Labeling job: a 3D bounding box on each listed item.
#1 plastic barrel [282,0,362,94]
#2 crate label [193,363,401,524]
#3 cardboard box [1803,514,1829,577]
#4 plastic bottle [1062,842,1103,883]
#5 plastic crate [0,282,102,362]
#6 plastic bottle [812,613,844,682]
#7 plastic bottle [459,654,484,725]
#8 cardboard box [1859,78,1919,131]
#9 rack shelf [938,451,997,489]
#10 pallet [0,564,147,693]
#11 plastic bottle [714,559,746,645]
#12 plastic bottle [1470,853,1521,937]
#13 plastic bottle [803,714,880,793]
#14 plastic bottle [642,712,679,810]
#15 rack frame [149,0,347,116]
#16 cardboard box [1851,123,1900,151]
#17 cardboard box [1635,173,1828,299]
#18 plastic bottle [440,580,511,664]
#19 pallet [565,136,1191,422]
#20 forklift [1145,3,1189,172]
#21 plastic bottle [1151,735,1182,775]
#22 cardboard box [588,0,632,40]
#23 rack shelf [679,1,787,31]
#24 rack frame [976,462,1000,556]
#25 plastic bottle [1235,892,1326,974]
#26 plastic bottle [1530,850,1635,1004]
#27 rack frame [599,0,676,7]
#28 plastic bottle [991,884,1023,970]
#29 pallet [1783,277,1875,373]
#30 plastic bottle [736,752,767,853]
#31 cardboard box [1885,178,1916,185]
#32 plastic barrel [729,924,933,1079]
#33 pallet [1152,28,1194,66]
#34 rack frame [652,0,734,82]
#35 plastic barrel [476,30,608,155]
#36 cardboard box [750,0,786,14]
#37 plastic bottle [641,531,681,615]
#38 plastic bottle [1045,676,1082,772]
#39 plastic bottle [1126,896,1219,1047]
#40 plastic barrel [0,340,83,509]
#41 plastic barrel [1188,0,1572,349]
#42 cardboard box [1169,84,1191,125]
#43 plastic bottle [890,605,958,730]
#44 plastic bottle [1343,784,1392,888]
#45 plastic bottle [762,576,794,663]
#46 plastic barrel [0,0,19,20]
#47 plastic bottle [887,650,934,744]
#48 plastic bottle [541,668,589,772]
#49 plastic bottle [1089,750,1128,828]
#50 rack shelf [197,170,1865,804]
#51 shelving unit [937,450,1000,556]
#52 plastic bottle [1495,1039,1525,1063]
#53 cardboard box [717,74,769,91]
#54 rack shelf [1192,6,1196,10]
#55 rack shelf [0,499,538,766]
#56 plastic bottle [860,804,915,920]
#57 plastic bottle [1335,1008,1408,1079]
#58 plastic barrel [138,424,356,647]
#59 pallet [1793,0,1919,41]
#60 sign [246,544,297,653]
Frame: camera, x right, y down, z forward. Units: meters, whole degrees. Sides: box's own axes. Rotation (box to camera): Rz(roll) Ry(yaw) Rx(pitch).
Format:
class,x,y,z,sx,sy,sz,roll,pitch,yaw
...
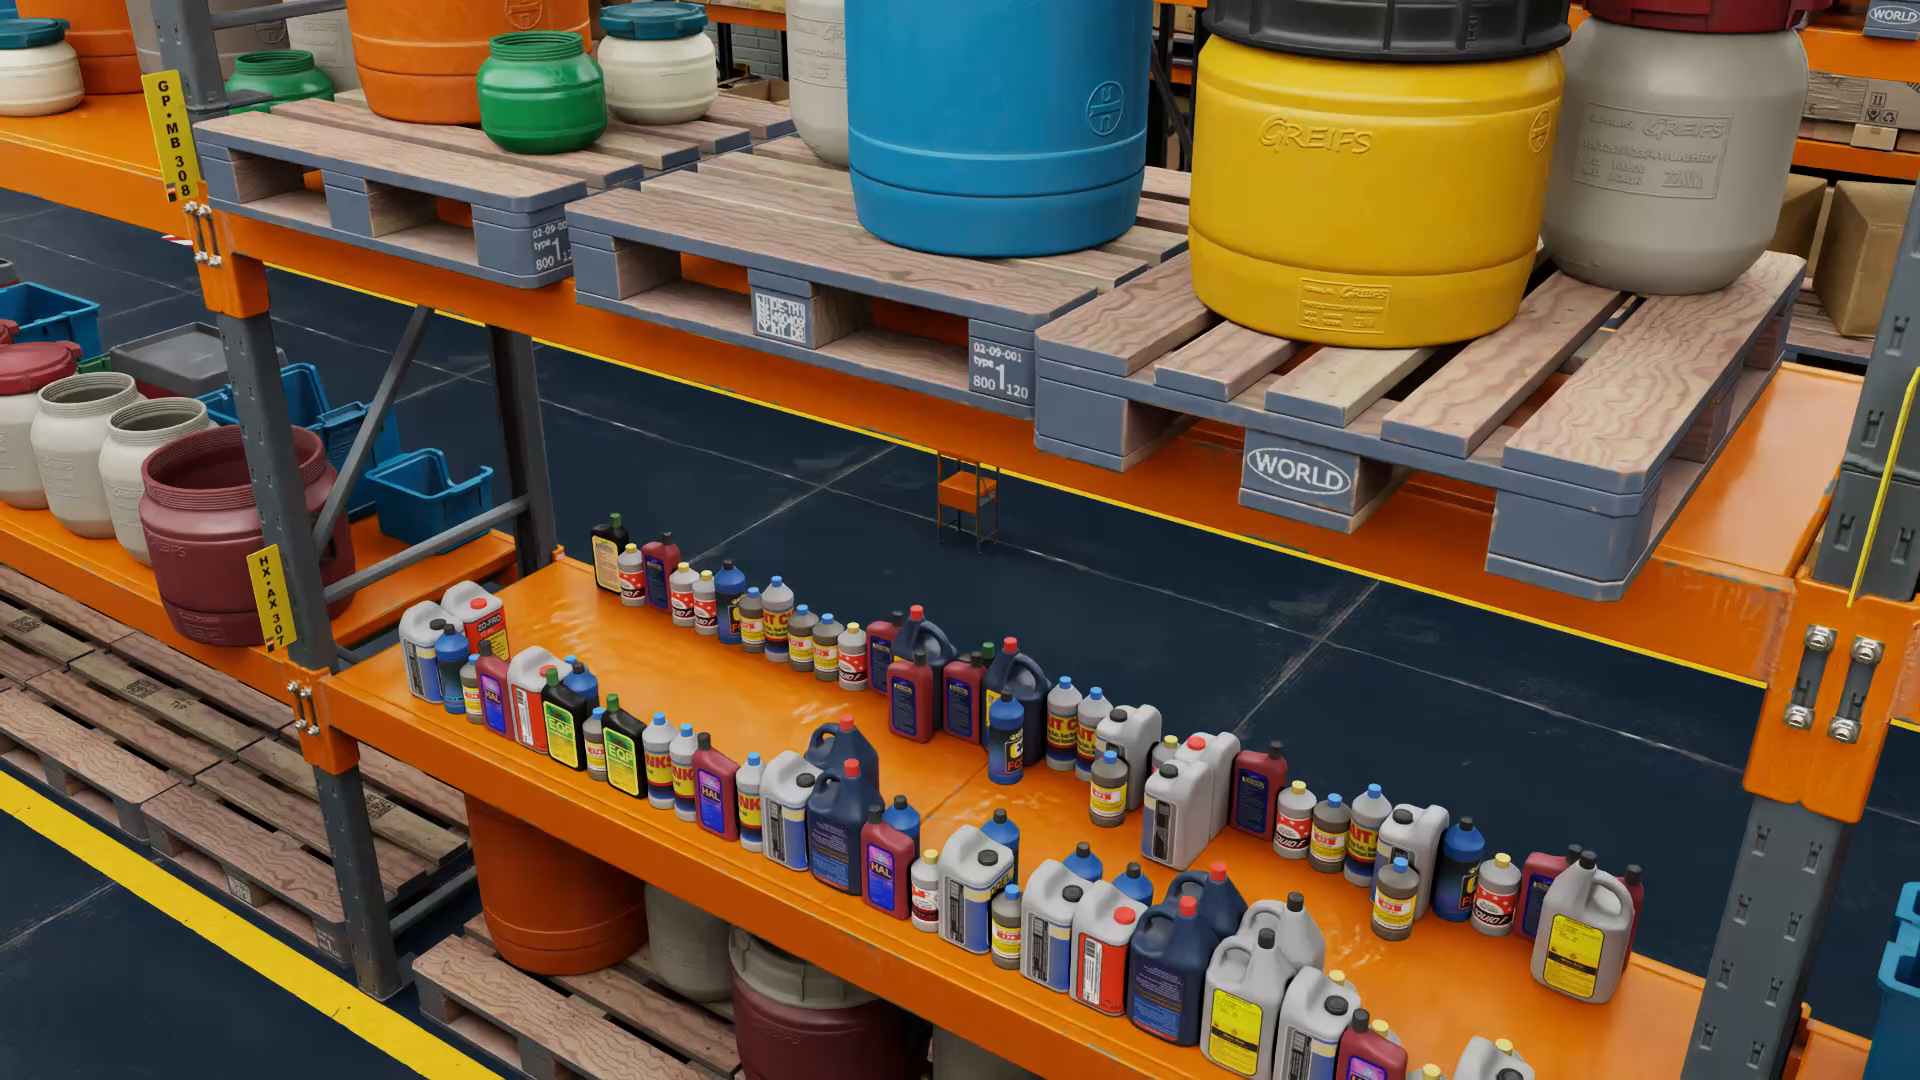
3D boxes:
class,x,y,z,sx,sy,sz,roll,pitch,yaw
plastic barrel,-1.811,-1.541,5.040,0.421,0.512,0.421,0,27,0
crate label,-2.395,-0.332,6.056,0.616,0.435,0.502,17,32,30
cardboard box,3.807,0.115,7.488,0.500,0.500,0.500,17,32,30
plastic bottle,0.288,0.835,3.944,0.097,0.271,0.097,0,27,0
plastic crate,-3.941,-0.813,7.058,0.575,0.384,0.392,17,32,30
plastic bottle,-0.397,0.319,5.036,0.097,0.201,0.097,0,27,0
plastic bottle,-1.395,0.426,4.826,0.097,0.201,0.097,0,27,0
cardboard box,6.228,-2.974,10.827,0.500,0.500,0.500,18,32,31
rack shelf,0.044,-0.445,8.490,0.240,0.259,0.215,17,32,30
pallet,-4.357,0.443,7.647,1.213,0.211,1.003,17,32,30
plastic bottle,-0.718,0.187,5.216,0.097,0.271,0.097,0,27,0
plastic bottle,1.292,0.845,4.001,0.097,0.201,0.097,0,27,0
plastic bottle,-0.307,0.601,4.316,0.185,0.351,0.144,17,32,30
plastic bottle,-0.794,0.582,4.442,0.097,0.271,0.097,0,27,0
rack frame,-1.729,-2.634,4.004,0.127,3.000,1.000,17,32,30
cardboard box,6.078,-2.700,11.003,0.250,0.149,0.380,17,32,30
cardboard box,3.509,-1.374,7.569,0.500,0.500,0.700,23,35,38
plastic bottle,-1.469,0.270,5.048,0.135,0.276,0.152,17,32,30
pallet,-0.070,-0.640,3.602,1.213,0.211,1.003,17,32,30
forklift,1.017,-3.068,11.546,1.130,2.935,3.031,13,30,24
plastic bottle,0.559,0.617,4.450,0.097,0.201,0.097,0,27,0
cardboard box,-2.588,-3.572,10.922,0.500,0.500,0.700,17,32,31
rack shelf,-1.066,-4.884,15.833,4.000,0.370,1.077,17,32,30
rack frame,0.145,-0.423,8.423,0.008,1.050,0.200,17,32,30
plastic bottle,0.707,0.922,3.686,0.185,0.351,0.144,17,32,30
plastic bottle,1.428,0.867,3.793,0.185,0.351,0.144,17,32,30
rack frame,-2.219,-2.838,11.020,0.127,3.000,1.000,17,32,30
plastic bottle,0.122,0.898,3.897,0.097,0.201,0.097,0,27,0
pallet,3.779,-0.944,7.510,1.213,0.211,1.003,17,32,30
plastic bottle,-0.523,0.666,4.276,0.097,0.271,0.097,0,27,0
cardboard box,6.568,-1.984,11.249,0.750,0.750,0.750,18,32,31
plastic barrel,-0.385,1.337,5.012,0.708,0.588,0.600,17,32,30
pallet,2.225,-4.071,13.654,1.213,0.211,1.003,17,32,30
rack frame,-2.714,-5.718,16.679,0.127,3.000,1.000,17,32,30
plastic barrel,-0.986,-1.057,3.920,0.294,0.245,0.294,0,27,0
cardboard box,-1.639,-5.155,15.716,0.500,0.250,0.500,17,31,30
plastic bottle,-0.964,0.096,5.384,0.133,0.283,0.061,17,32,30
plastic bottle,0.288,0.501,4.600,0.097,0.271,0.097,0,27,0
plastic bottle,0.473,0.928,3.674,0.185,0.351,0.144,17,32,30
plastic barrel,-3.400,-0.421,6.119,0.433,0.535,0.433,0,27,0
plastic barrel,0.701,-0.699,2.839,0.600,0.588,0.600,0,27,0
cardboard box,1.995,-3.680,14.119,0.500,0.250,0.500,16,31,29
plastic bottle,-0.104,0.356,4.797,0.185,0.351,0.144,17,32,30
plastic bottle,1.021,0.729,4.152,0.097,0.271,0.097,0,27,0
plastic bottle,-0.558,0.237,5.118,0.097,0.271,0.097,0,27,0
plastic barrel,-3.406,-2.162,5.831,0.708,0.901,0.600,17,32,30
plastic bottle,-0.141,0.431,4.724,0.133,0.283,0.061,17,32,30
plastic bottle,-1.089,0.494,4.600,0.133,0.283,0.061,17,32,30
plastic bottle,0.393,0.648,4.388,0.097,0.201,0.097,0,27,0
rack shelf,-0.080,-0.463,3.838,4.000,0.370,1.077,17,32,30
shelving unit,0.044,-0.454,8.485,0.252,1.050,0.215,17,32,30
plastic bottle,1.116,1.124,3.453,0.097,0.201,0.097,0,27,0
cardboard box,-2.195,-4.505,16.774,0.500,0.311,0.500,14,30,25
rack shelf,-0.570,-3.341,9.493,4.000,0.370,1.077,17,32,30
rack shelf,-3.377,-0.153,6.537,4.000,0.370,1.077,17,32,30
plastic bottle,-0.175,0.779,4.041,0.133,0.283,0.061,17,32,30
plastic bottle,0.844,1.096,3.417,0.133,0.283,0.061,17,32,30
plastic barrel,-2.283,-0.027,5.345,0.708,0.536,0.600,17,32,30
pallet,3.878,-2.231,6.726,1.003,0.211,1.213,17,32,30
sign,-2.035,0.175,4.920,0.005,0.325,0.100,17,32,30
